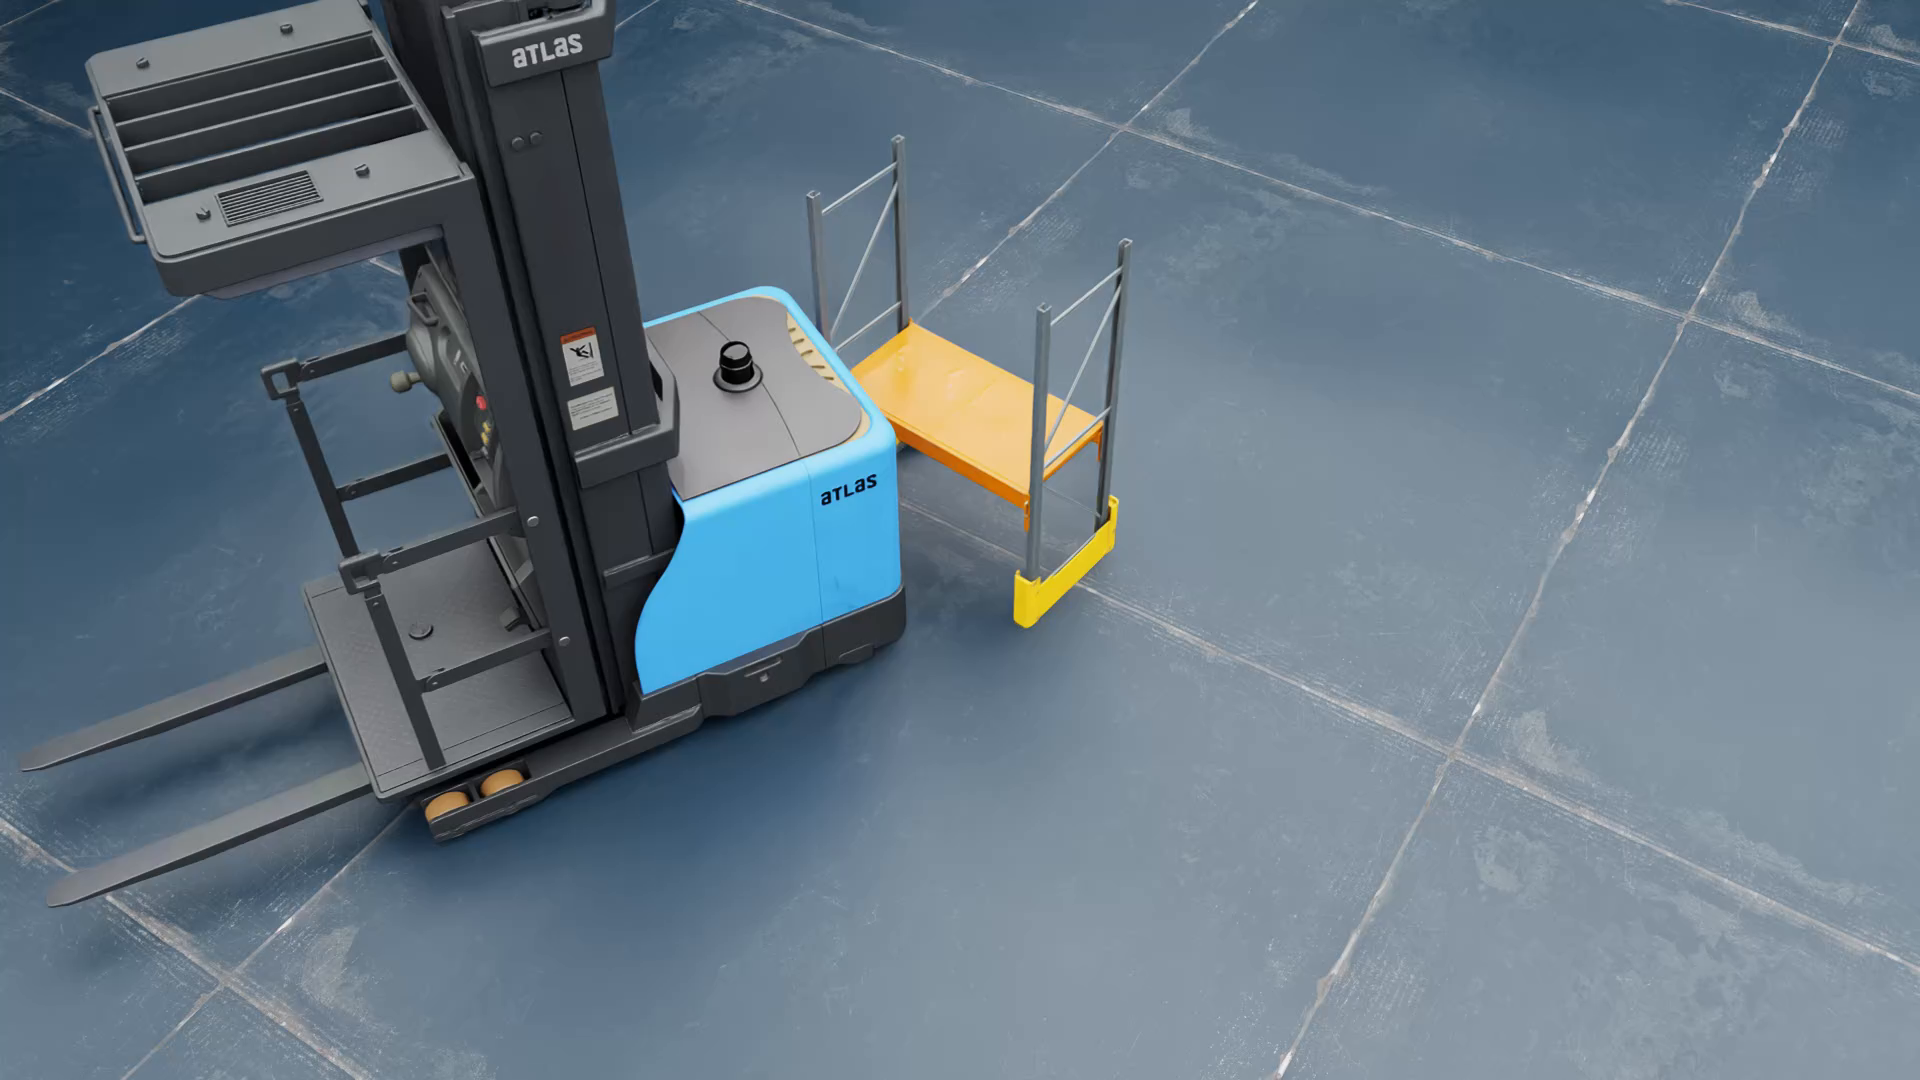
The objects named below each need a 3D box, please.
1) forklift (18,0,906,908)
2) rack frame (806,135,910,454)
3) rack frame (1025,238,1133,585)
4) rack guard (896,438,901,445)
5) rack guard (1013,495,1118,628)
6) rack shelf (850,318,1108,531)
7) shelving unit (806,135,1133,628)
[{"bbox_3d":[-1.746,-0.428,5.123,3.031,2.935,1.130,-22,50,-20],"label":"forklift"},{"bbox_3d":[-0.372,-0.819,6.500,0.032,1.500,0.500,30,53,26],"label":"rack frame"},{"bbox_3d":[0.417,-0.359,6.053,0.032,1.500,0.500,30,53,26],"label":"rack frame"},{"bbox_3d":[-0.357,-0.375,6.940,0.087,0.250,0.587,30,53,26],"label":"rack guard"},{"bbox_3d":[0.416,0.076,6.502,0.087,0.250,0.587,30,53,26],"label":"rack guard"},{"bbox_3d":[0.023,-0.464,6.406,1.000,0.185,0.538,30,53,26],"label":"rack shelf"},{"bbox_3d":[0.030,-0.585,6.273,1.083,1.500,0.587,30,53,26],"label":"shelving unit"}]
